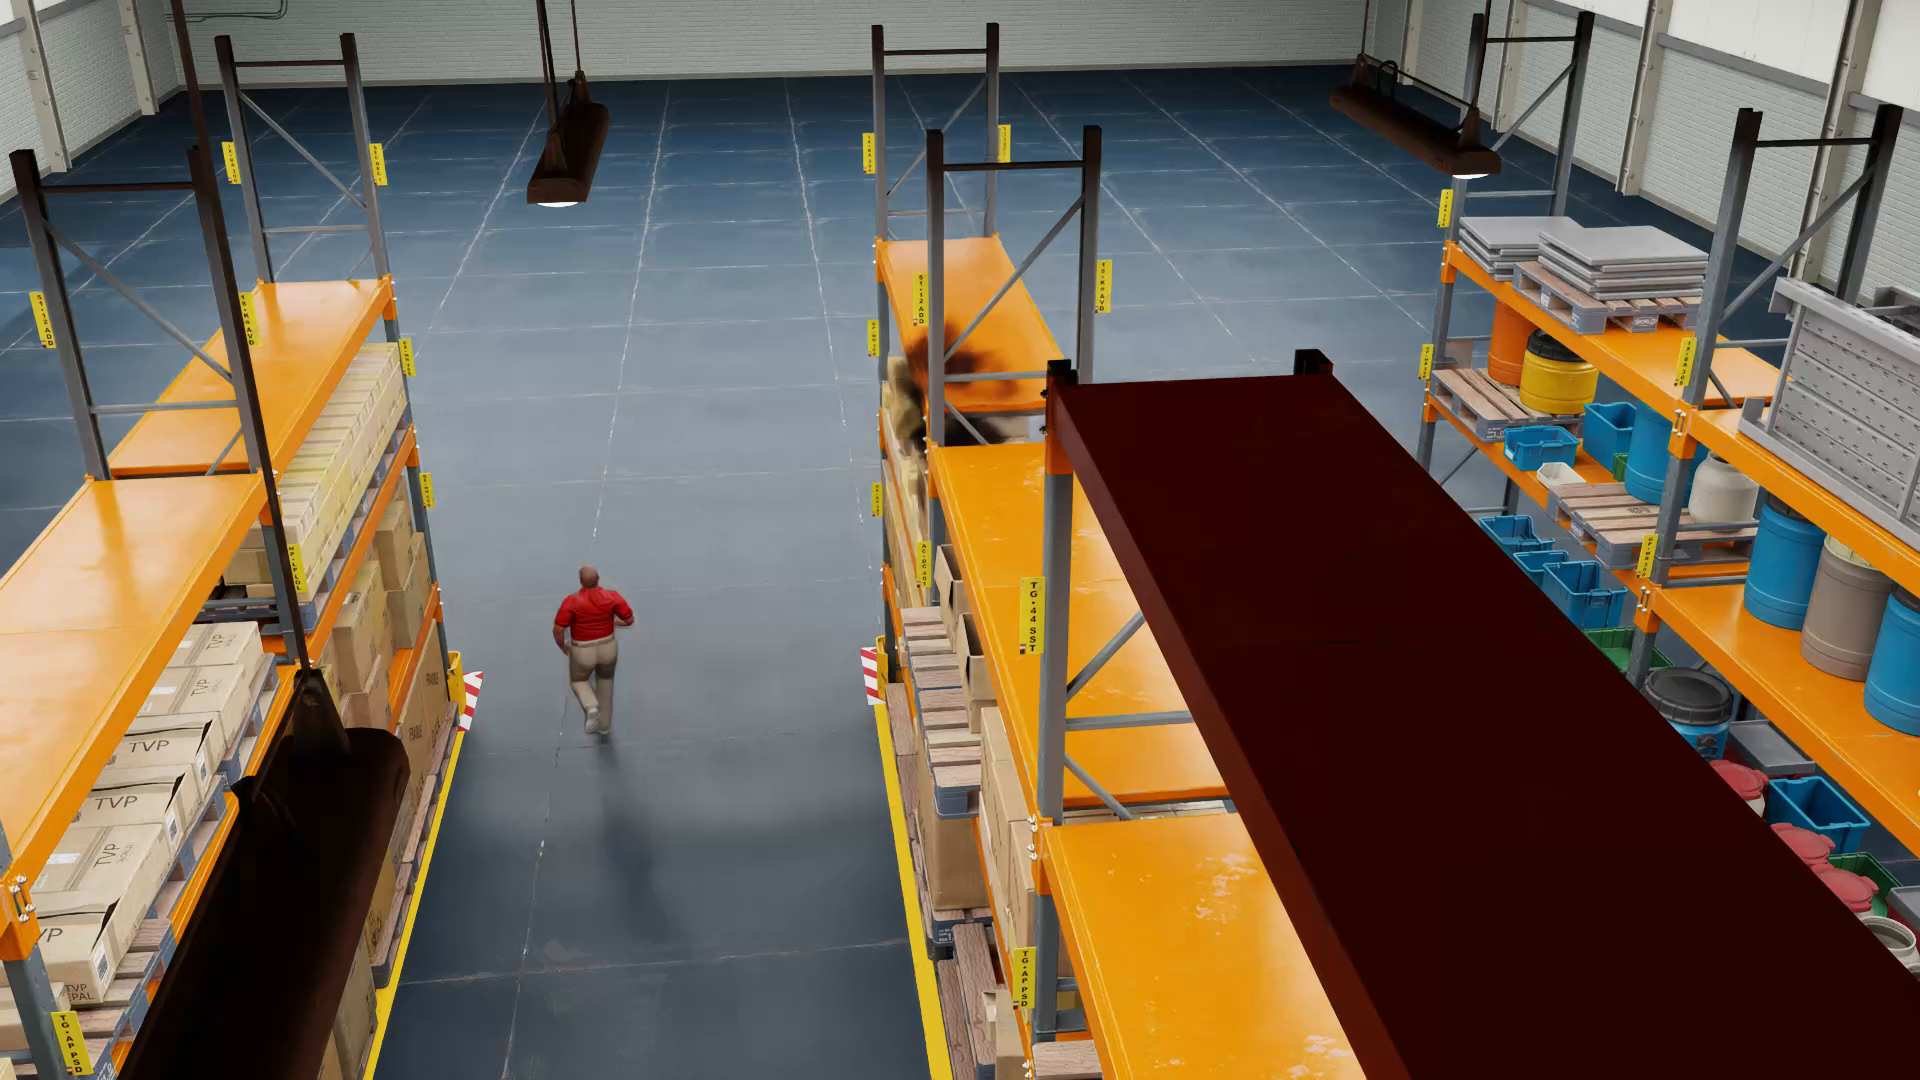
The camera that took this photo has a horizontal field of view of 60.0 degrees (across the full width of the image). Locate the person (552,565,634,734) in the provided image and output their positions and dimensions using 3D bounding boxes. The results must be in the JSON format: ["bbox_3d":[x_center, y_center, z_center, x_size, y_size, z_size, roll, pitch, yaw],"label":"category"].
[{"bbox_3d":[-3.164,0.971,14.419,0.709,1.686,0.607,-11,28,-22],"label":"person"}]
